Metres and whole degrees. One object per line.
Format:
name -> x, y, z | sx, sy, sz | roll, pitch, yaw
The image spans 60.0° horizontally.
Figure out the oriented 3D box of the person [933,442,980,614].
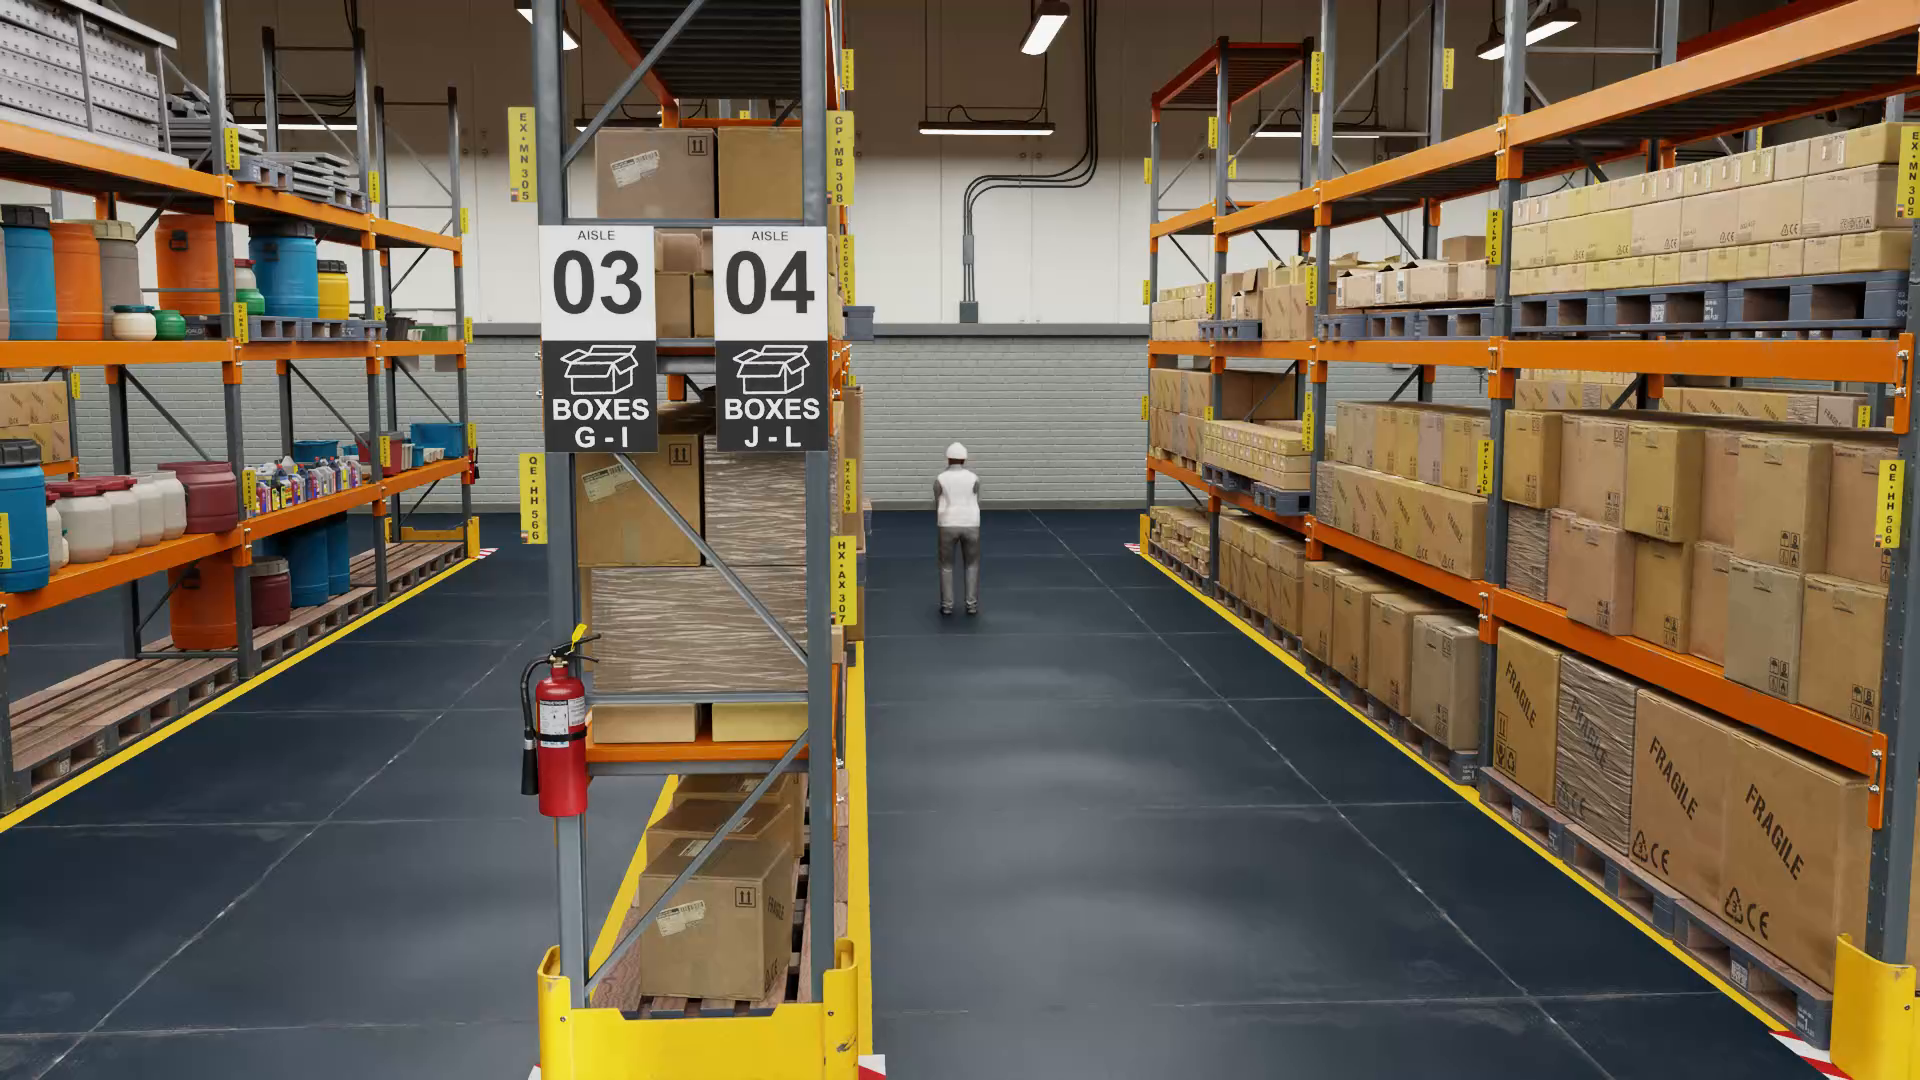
person -> -0.037, -0.133, 17.294 | 0.491, 1.768, 0.568 | -1, 7, -5
